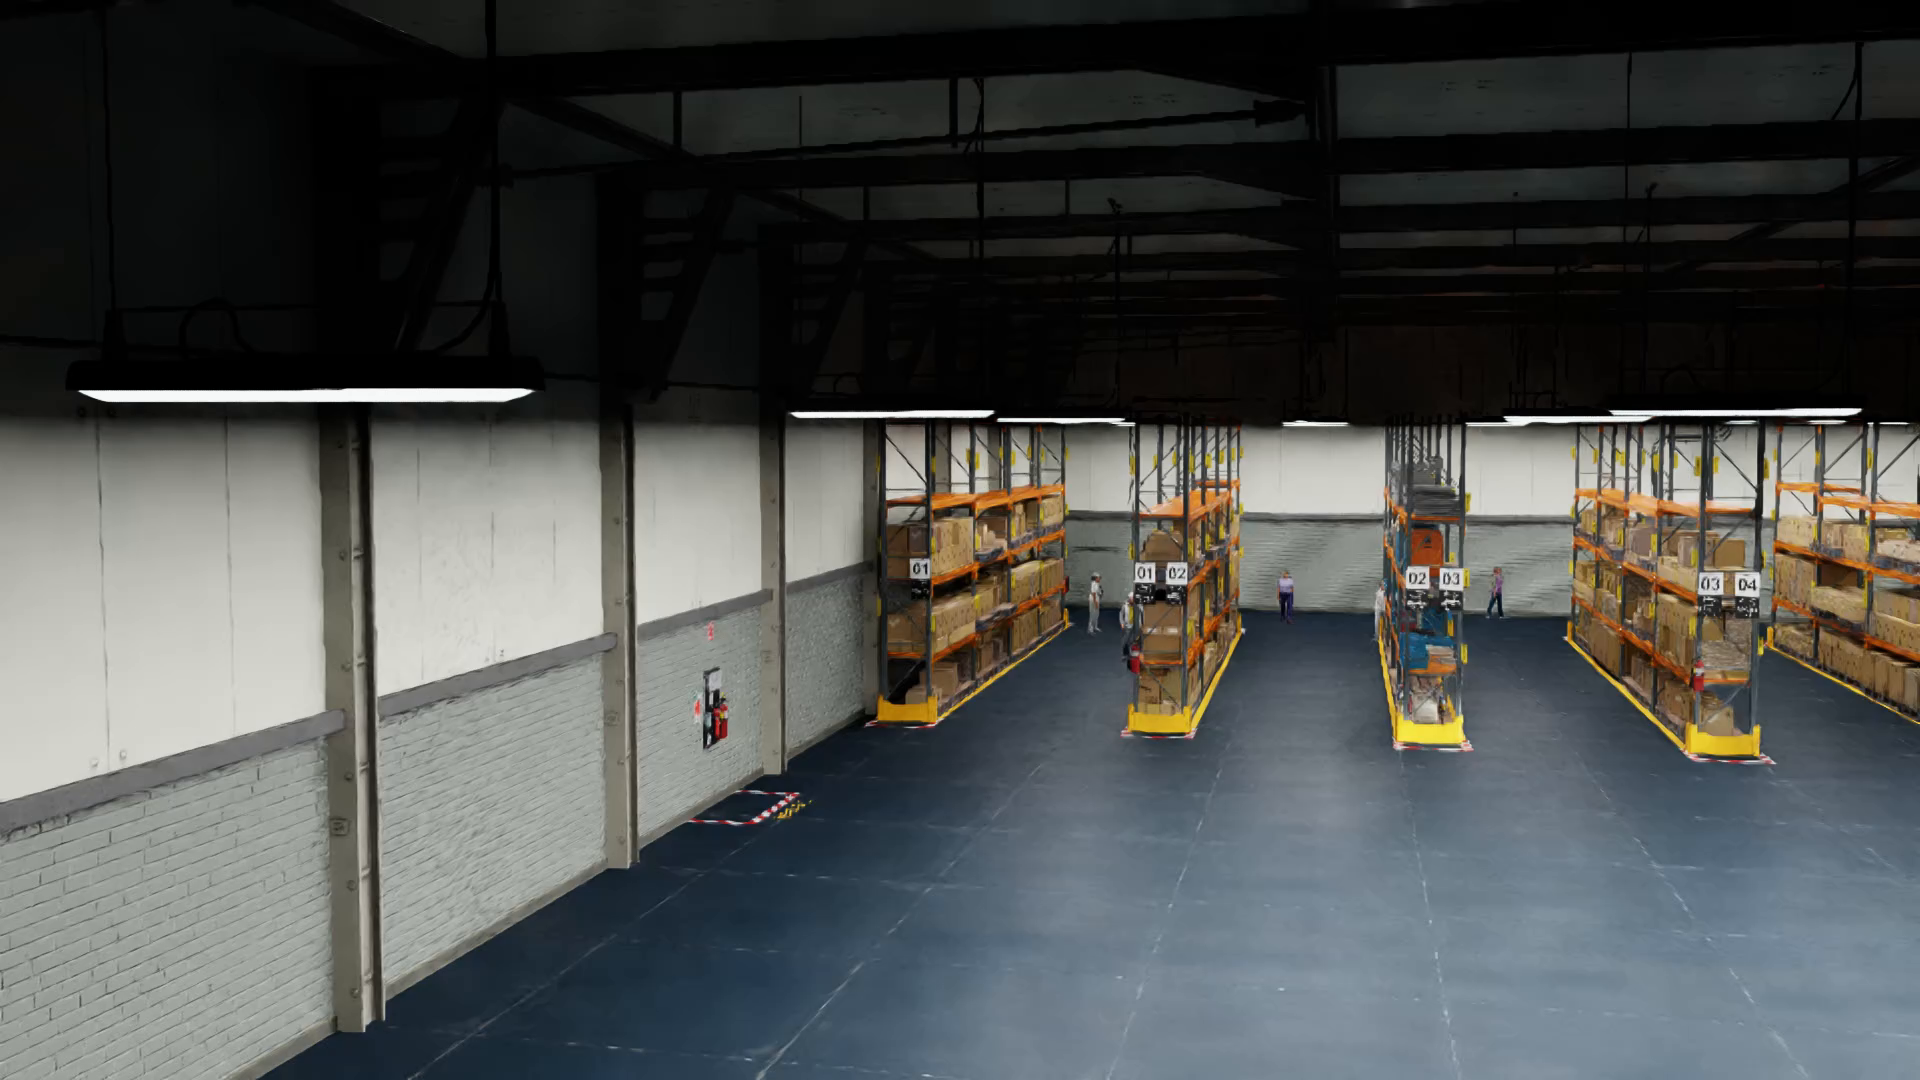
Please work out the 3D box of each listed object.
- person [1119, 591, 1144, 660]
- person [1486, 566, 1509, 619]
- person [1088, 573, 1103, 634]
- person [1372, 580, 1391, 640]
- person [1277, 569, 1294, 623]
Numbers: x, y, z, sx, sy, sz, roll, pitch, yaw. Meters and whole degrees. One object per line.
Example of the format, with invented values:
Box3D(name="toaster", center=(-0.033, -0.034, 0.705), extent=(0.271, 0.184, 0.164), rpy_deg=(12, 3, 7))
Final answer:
Box3D(name="person", center=(4.227, 2.110, 40.788), extent=(0.677, 1.726, 0.569), rpy_deg=(1, 4, 11))
Box3D(name="person", center=(16.022, 1.563, 49.595), extent=(0.628, 1.585, 0.528), rpy_deg=(-4, 5, -43))
Box3D(name="person", center=(3.759, 1.748, 46.298), extent=(0.387, 1.670, 0.630), rpy_deg=(1, 4, 12))
Box3D(name="person", center=(11.404, 1.875, 44.722), extent=(0.505, 1.634, 0.912), rpy_deg=(2, 4, 29))
Box3D(name="person", center=(9.536, 1.638, 48.734), extent=(0.479, 1.555, 1.090), rpy_deg=(1, 4, 15))
